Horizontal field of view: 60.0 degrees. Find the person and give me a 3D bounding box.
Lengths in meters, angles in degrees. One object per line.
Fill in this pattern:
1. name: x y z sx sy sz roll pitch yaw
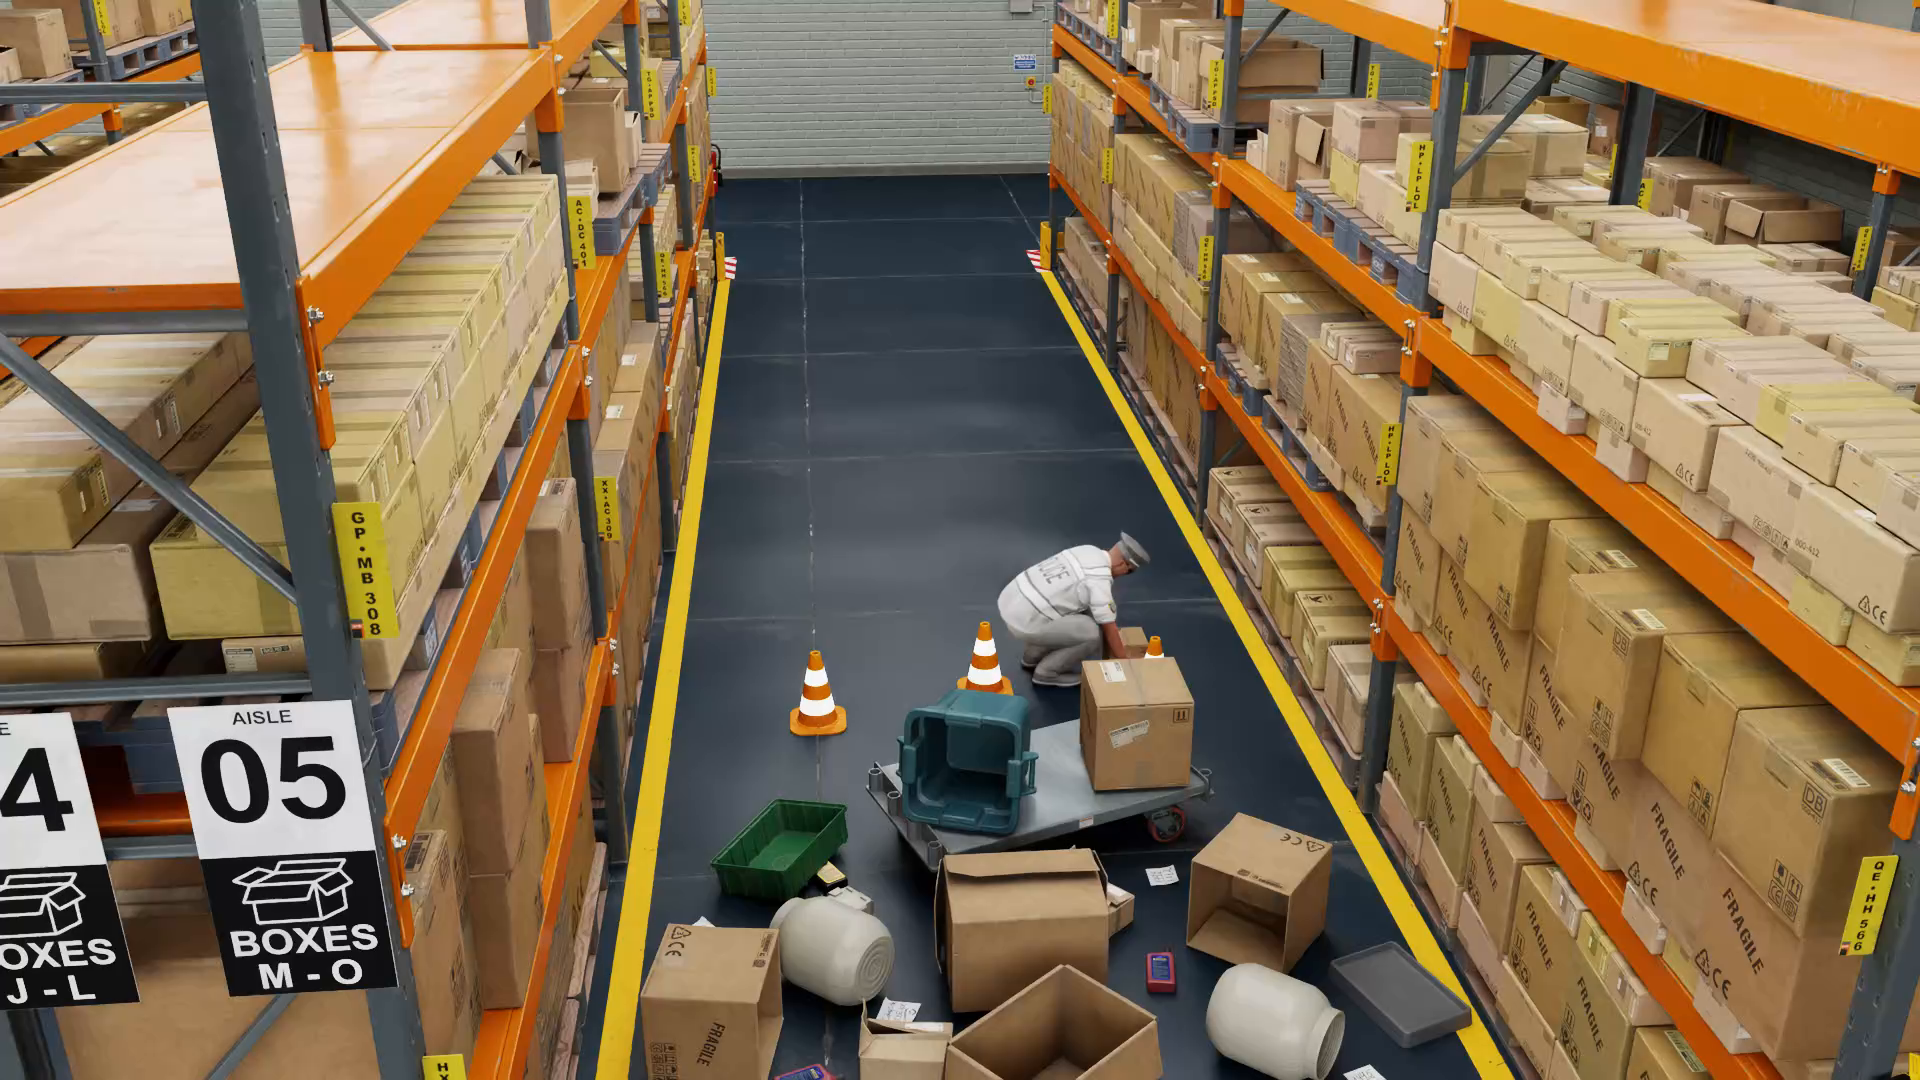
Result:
1. person: 0.714 0.424 10.398 0.954 0.920 0.552 -2 24 -5
